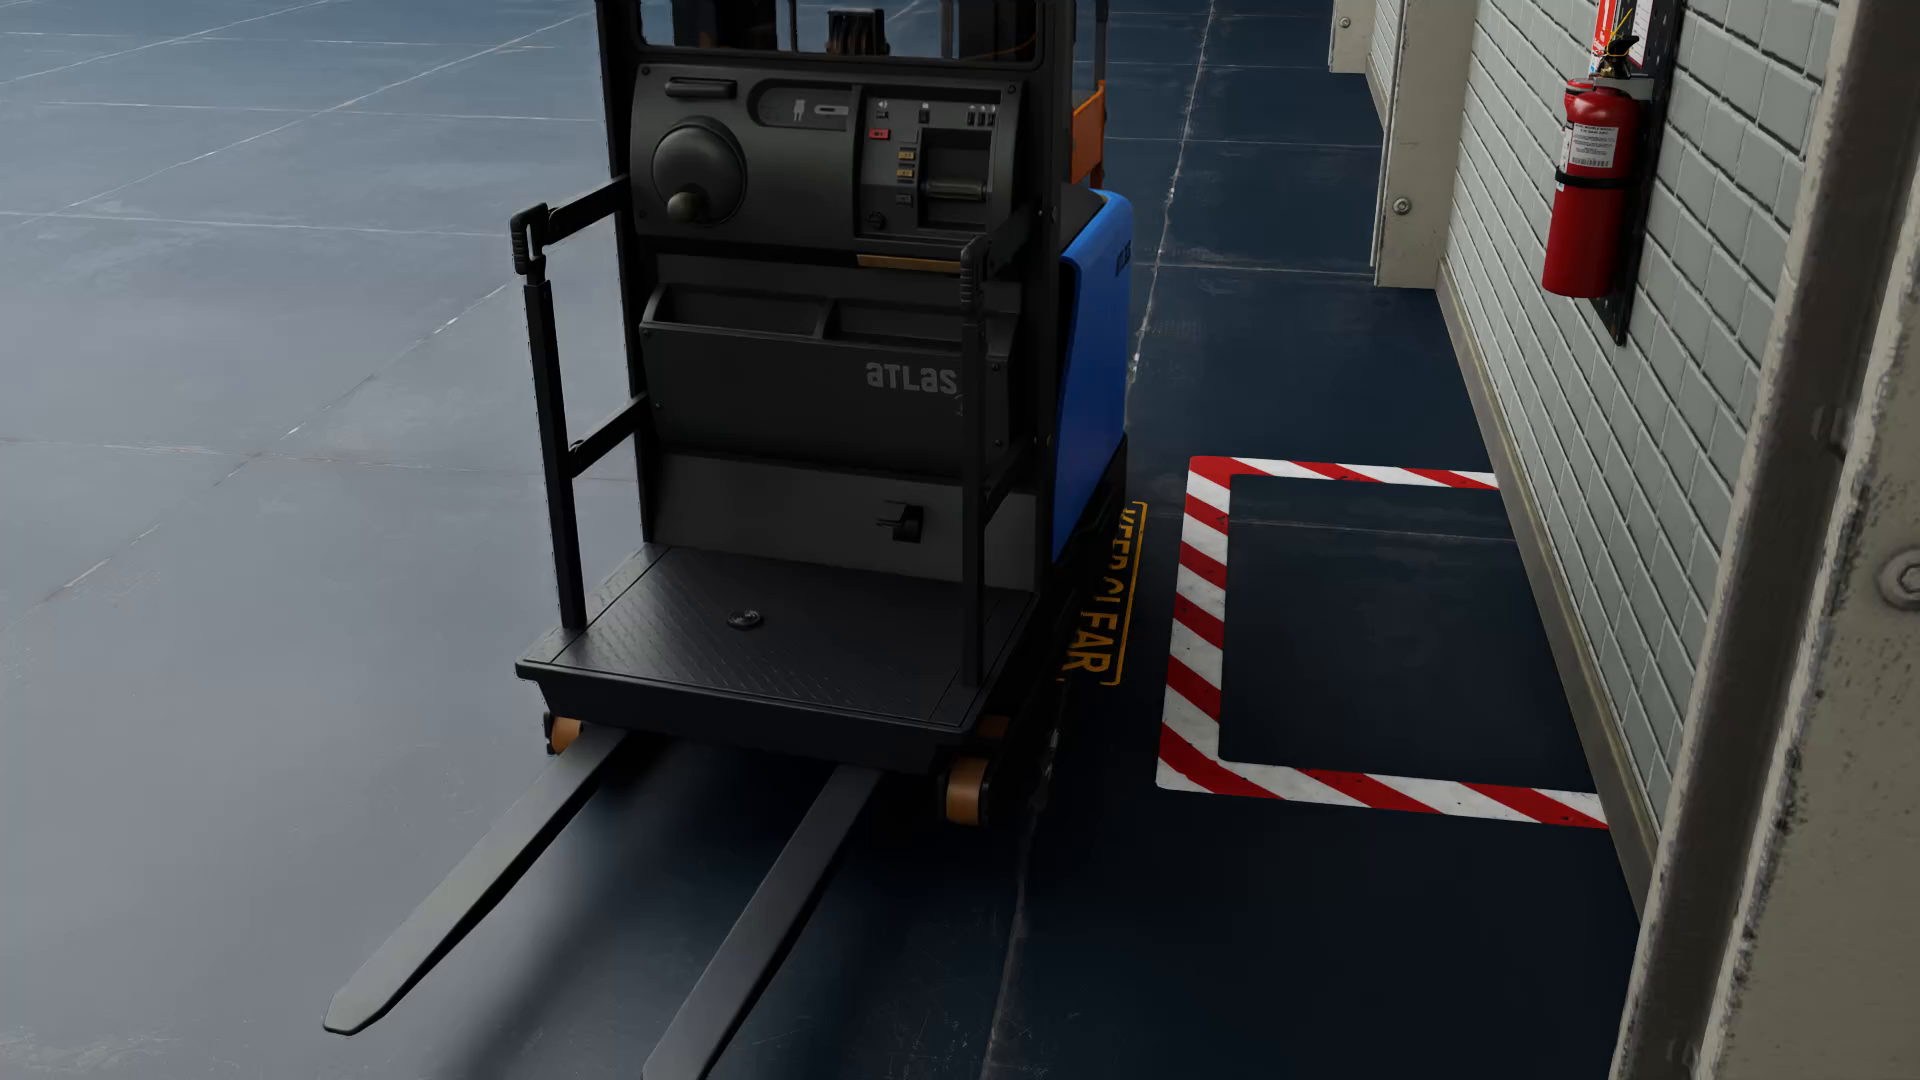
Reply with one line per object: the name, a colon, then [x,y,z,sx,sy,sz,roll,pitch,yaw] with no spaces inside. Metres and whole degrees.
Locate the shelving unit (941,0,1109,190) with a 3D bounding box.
shelving unit: [0.207,-1.189,5.313,0.431,2.100,0.503,7,26,15]

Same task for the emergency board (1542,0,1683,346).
emergency board: [1.591,-1.142,4.152,0.194,1.169,0.643,4,25,9]

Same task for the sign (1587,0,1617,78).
sign: [1.783,-1.382,4.623,0.001,0.329,0.234,4,25,9]

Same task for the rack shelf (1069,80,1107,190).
rack shelf: [0.207,-1.176,5.319,0.431,0.518,0.480,7,26,15]

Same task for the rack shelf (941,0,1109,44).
rack shelf: [0.207,-1.810,5.022,0.431,0.518,0.480,7,26,15]

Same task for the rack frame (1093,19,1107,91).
rack frame: [0.274,-1.288,5.525,0.400,2.100,0.015,7,26,15]

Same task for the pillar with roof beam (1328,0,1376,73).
pillar with roof beam: [-1.137,-8.145,12.037,9.100,9.000,0.400,4,25,9]

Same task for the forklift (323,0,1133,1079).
forklift: [-0.374,-0.851,3.611,1.130,2.935,3.031,7,26,15]

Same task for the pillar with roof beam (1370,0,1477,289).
pillar with roof beam: [-2.117,-5.636,6.676,9.100,9.000,0.400,4,25,9]

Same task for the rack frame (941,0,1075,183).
rack frame: [0.139,-1.089,5.101,0.400,2.100,0.015,7,26,15]
